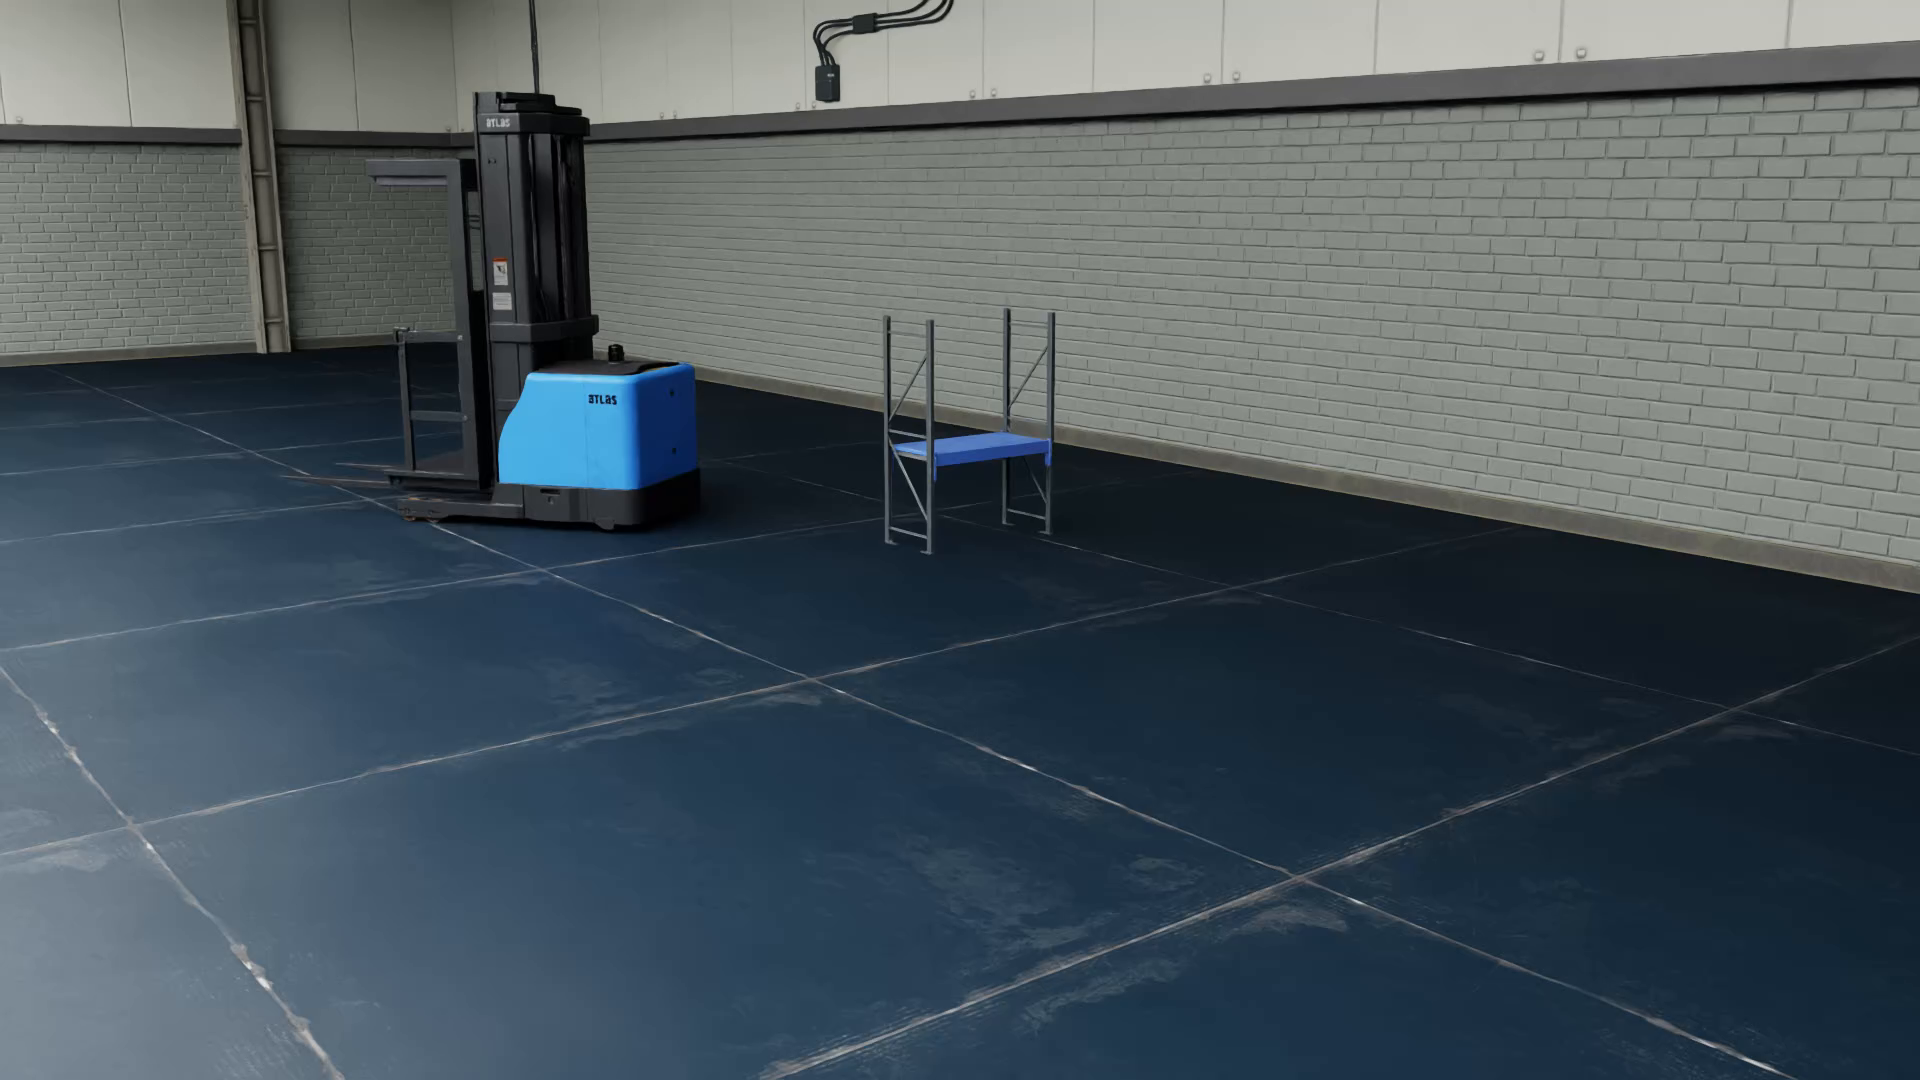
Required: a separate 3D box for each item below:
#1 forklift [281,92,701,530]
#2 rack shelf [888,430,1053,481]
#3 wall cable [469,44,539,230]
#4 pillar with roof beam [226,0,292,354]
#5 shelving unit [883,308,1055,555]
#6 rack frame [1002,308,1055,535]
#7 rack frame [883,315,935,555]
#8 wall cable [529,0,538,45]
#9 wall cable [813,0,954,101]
[{"bbox_3d":[-3.468,-1.657,11.876,3.031,2.935,1.130,4,13,17],"label":"forklift"},{"bbox_3d":[0.067,-0.569,11.062,1.000,0.185,0.538,-9,15,-38],"label":"rack shelf"},{"bbox_3d":[-6.692,-5.743,23.984,0.112,2.526,3.097,-9,15,-38],"label":"wall cable"},{"bbox_3d":[-7.130,-6.396,19.583,0.400,9.000,9.100,-9,15,-38],"label":"pillar with roof beam"},{"bbox_3d":[0.067,-0.745,11.025,1.048,1.500,0.538,-9,15,-38],"label":"shelving unit"},{"bbox_3d":[0.464,-0.811,11.336,0.032,1.500,0.500,-9,15,-38],"label":"rack frame"},{"bbox_3d":[-0.330,-0.679,10.714,0.032,1.500,0.500,-9,15,-38],"label":"rack frame"},{"bbox_3d":[-5.002,-7.774,21.393,0.112,2.526,3.097,-9,15,-38],"label":"wall cable"},{"bbox_3d":[-0.774,-7.383,16.047,0.169,6.003,2.305,-9,15,-38],"label":"wall cable"}]
